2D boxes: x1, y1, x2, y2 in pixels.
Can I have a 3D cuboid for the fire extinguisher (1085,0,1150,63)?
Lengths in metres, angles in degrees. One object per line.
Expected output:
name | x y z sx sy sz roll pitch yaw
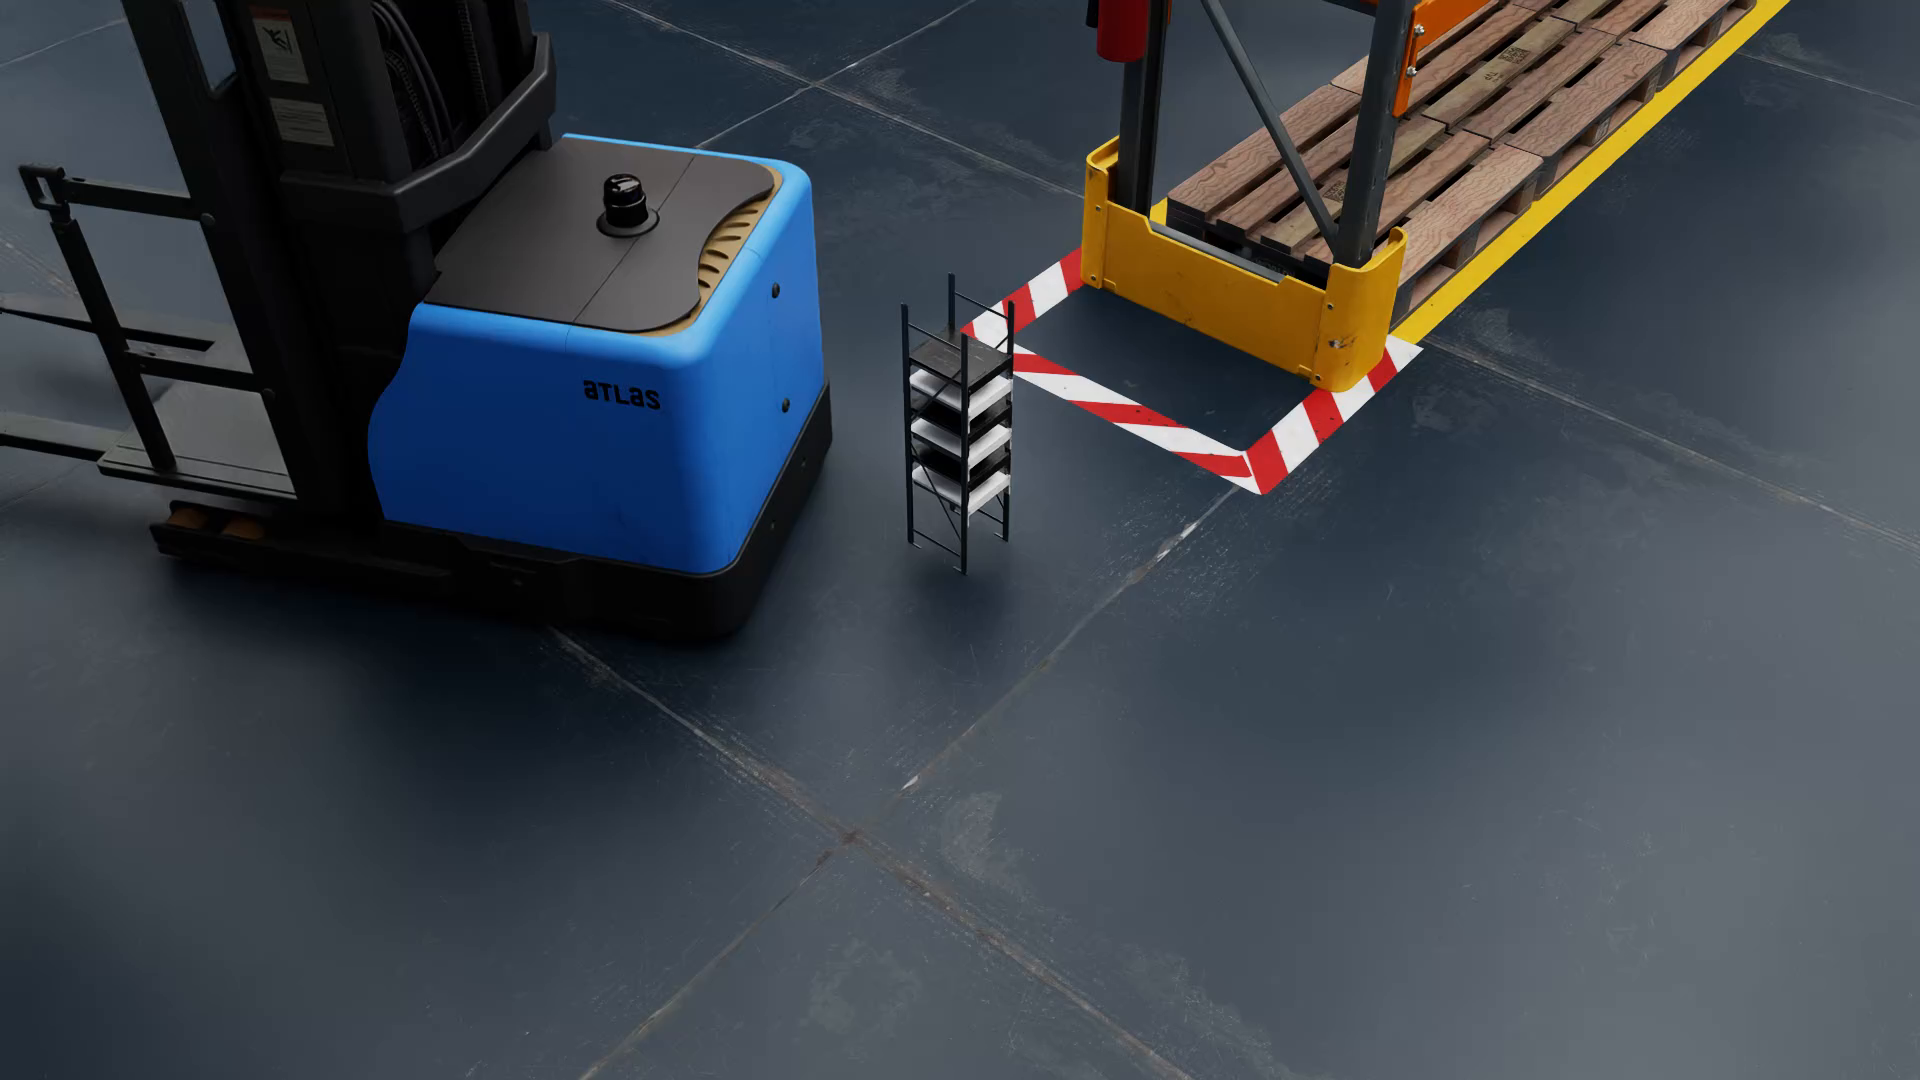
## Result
fire extinguisher | 0.550 -1.918 5.465 0.296 0.674 0.183 29 50 28

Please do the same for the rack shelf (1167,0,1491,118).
rack shelf | 2.282 -2.730 6.557 1.077 0.370 4.000 29 50 28

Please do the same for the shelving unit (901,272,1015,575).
shelving unit | -0.005 -0.329 4.943 0.258 0.900 0.210 29 50 28

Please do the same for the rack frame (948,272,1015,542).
rack frame | 0.060 -0.381 5.000 0.240 0.900 0.006 29 50 28

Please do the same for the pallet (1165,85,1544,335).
pallet | 1.555 -1.342 6.569 1.003 0.211 1.213 29 50 28

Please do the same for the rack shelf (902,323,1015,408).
rack shelf | -0.005 -0.504 4.783 0.258 0.077 0.200 29 50 28

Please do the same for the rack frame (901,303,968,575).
rack frame | -0.071 -0.276 4.885 0.240 0.900 0.006 29 50 28

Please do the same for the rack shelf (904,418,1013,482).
rack shelf | -0.005 -0.304 4.965 0.258 0.077 0.200 29 50 28

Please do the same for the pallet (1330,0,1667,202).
pallet | 2.341 -1.967 7.257 1.003 0.211 1.213 29 50 28

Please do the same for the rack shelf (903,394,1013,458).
rack shelf | -0.005 -0.371 4.905 0.258 0.077 0.200 29 50 28

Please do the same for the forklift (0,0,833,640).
forklift | -1.996 -1.322 4.525 3.031 2.935 1.130 9 43 10

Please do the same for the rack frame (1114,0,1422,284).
rack frame | 0.995 -1.966 5.182 1.000 3.000 0.127 29 50 28

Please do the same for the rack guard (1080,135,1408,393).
rack guard | 0.990 -1.023 6.004 1.175 0.500 0.348 29 50 28

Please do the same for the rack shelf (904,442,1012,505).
rack shelf | -0.005 -0.238 5.026 0.258 0.077 0.200 29 50 28

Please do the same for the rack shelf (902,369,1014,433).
rack shelf | -0.005 -0.437 4.844 0.258 0.077 0.200 29 50 28

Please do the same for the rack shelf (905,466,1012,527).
rack shelf | -0.005 -0.171 5.086 0.258 0.077 0.200 29 50 28

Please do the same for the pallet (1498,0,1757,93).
pallet | 3.126 -2.598 7.951 1.003 0.211 1.213 29 50 28
